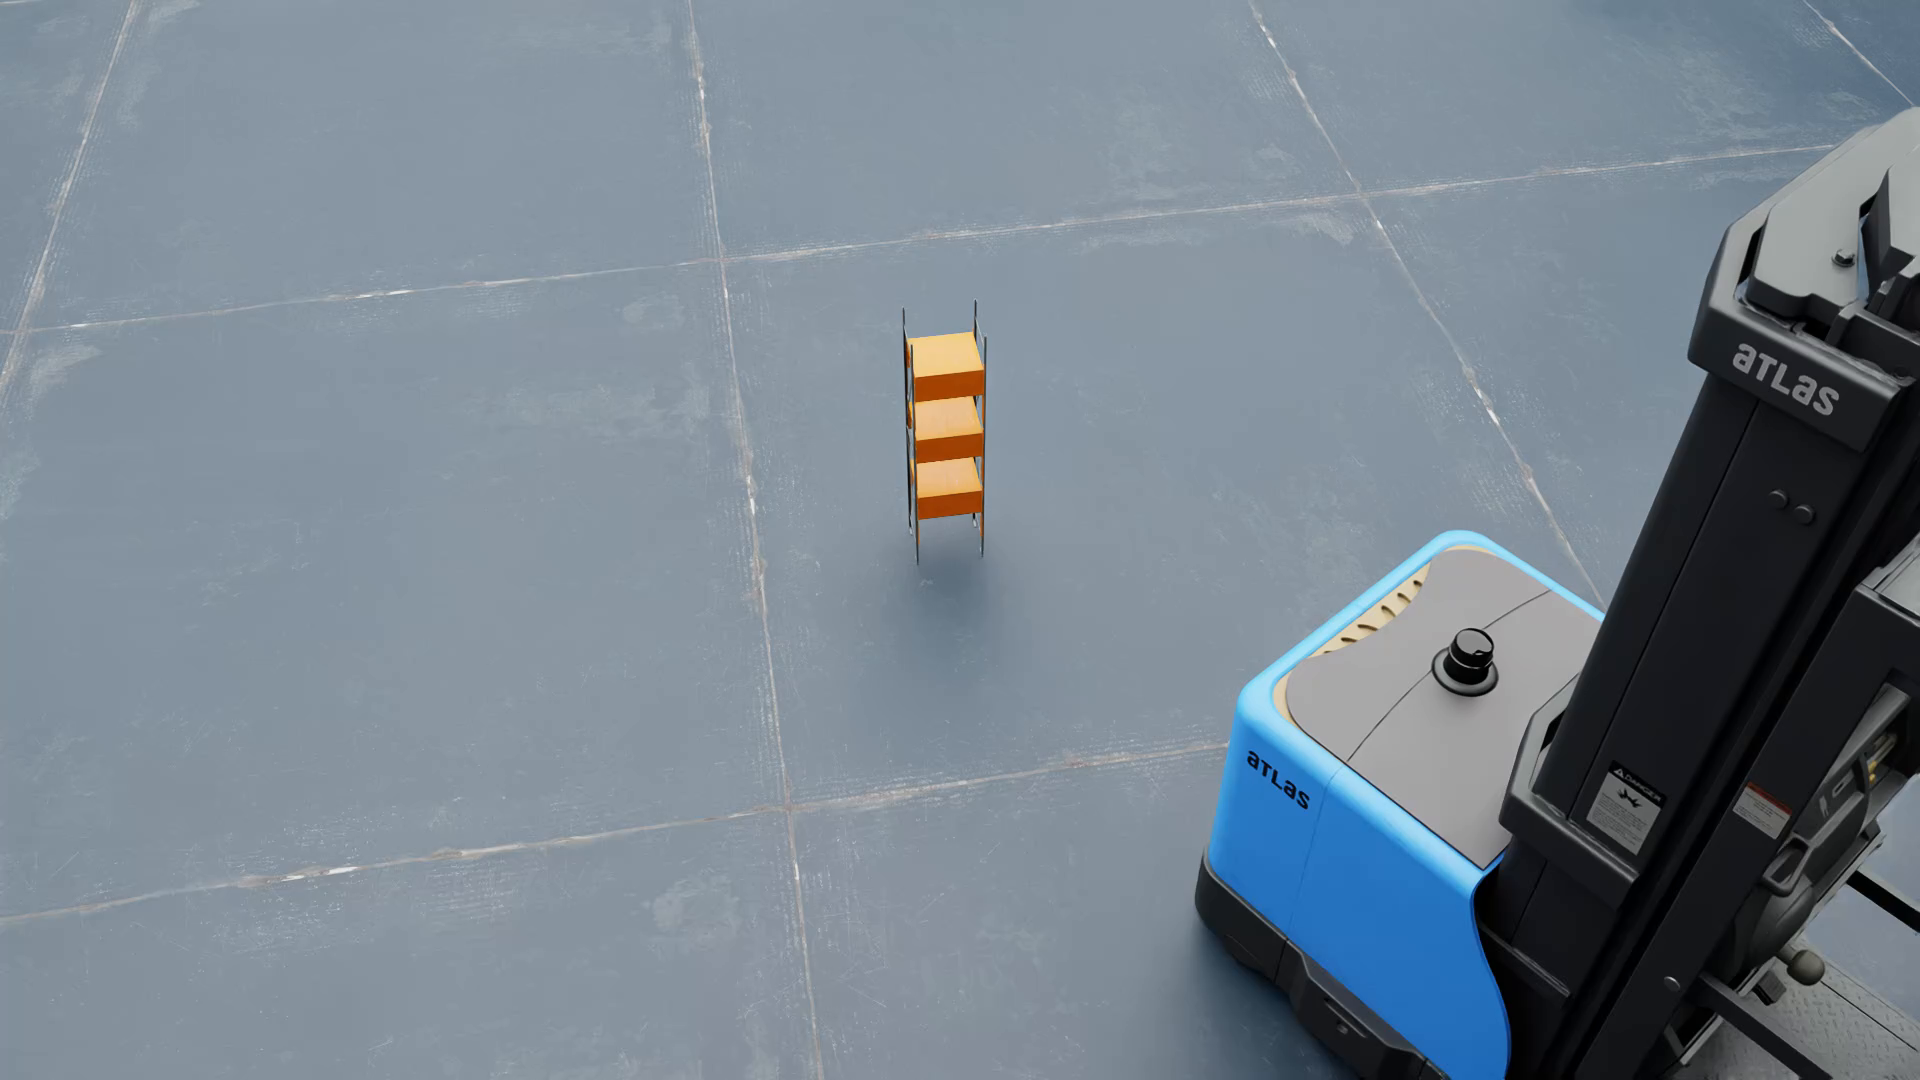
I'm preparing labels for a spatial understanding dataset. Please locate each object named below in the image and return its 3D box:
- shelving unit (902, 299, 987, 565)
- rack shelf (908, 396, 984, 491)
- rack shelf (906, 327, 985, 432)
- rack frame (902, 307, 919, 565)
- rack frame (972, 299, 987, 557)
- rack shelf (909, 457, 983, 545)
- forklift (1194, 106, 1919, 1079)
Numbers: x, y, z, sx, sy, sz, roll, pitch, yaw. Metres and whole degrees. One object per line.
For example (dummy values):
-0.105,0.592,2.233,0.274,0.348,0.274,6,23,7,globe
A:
-0.053,-0.358,5.866,0.252,1.050,0.215,-7,46,-7,shelving unit
-0.053,-0.350,5.873,0.240,0.259,0.215,-7,46,-7,rack shelf
-0.053,-0.547,5.669,0.240,0.259,0.215,-7,46,-7,rack shelf
-0.173,-0.343,5.851,0.008,1.050,0.200,-7,46,-7,rack frame
0.067,-0.373,5.880,0.008,1.050,0.200,-7,46,-7,rack frame
-0.053,-0.158,6.073,0.240,0.259,0.215,-7,46,-7,rack shelf
2.071,0.697,3.543,1.130,2.935,3.031,-33,54,-27,forklift
